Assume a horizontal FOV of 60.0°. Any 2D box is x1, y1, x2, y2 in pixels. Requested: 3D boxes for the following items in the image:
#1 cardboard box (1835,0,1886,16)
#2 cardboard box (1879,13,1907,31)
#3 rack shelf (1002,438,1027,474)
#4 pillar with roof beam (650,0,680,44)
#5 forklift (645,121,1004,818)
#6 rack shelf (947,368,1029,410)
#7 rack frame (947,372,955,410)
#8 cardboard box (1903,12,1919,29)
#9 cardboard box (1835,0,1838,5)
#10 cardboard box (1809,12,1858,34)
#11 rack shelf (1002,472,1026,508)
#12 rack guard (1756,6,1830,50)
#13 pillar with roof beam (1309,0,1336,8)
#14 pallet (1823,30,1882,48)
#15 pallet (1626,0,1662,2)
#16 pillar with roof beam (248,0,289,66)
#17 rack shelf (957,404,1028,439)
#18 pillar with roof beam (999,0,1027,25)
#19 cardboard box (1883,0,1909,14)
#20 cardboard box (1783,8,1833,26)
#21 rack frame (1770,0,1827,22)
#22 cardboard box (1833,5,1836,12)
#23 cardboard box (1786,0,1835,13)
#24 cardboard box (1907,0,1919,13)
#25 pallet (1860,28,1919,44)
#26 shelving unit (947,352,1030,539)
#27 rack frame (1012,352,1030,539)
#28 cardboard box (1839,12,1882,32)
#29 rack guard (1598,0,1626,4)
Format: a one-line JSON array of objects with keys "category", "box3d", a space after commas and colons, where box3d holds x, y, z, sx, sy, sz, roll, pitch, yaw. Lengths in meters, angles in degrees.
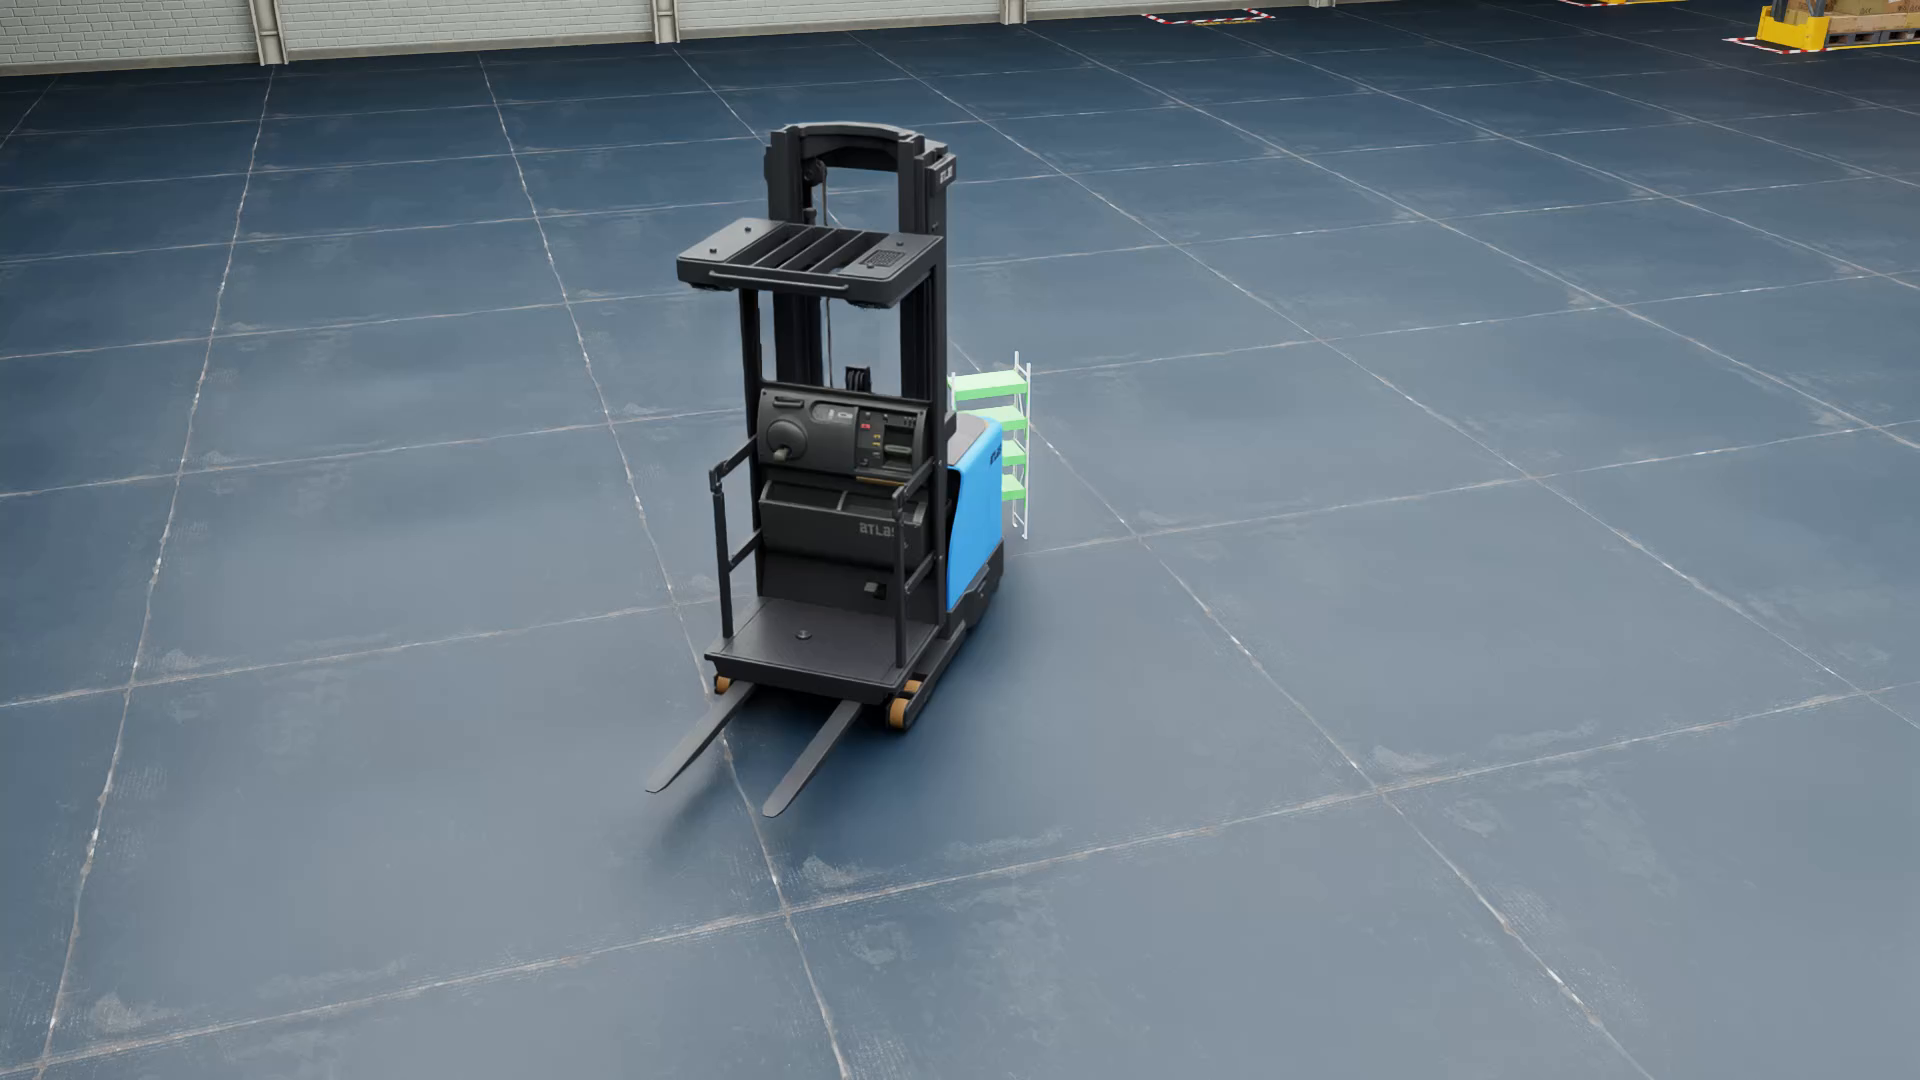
[{"category": "cardboard box", "box3d": [14.519, -8.739, 26.757, 0.500, 0.500, 0.500, -8, 28, -16]}, {"category": "cardboard box", "box3d": [14.994, -8.473, 27.064, 0.500, 0.250, 0.500, -8, 28, -16]}, {"category": "rack shelf", "box3d": [0.157, -0.503, 10.558, 0.480, 0.148, 0.258, -8, 28, -16]}, {"category": "pillar with roof beam", "box3d": [-3.456, -10.342, 21.462, 0.400, 9.000, 9.100, -8, 28, -16]}, {"category": "forklift", "box3d": [-0.689, -0.519, 8.499, 1.130, 2.935, 3.031, 9, 28, 17]}, {"category": "rack shelf", "box3d": [0.157, -0.933, 10.344, 0.480, 0.148, 0.258, -8, 28, -16]}, {"category": "rack frame", "box3d": [-0.075, -0.527, 10.461, 0.015, 1.200, 0.240, -8, 28, -16]}, {"category": "cardboard box", "box3d": [15.471, -8.540, 27.198, 0.500, 0.250, 0.500, -8, 28, -16]}, {"category": "cardboard box", "box3d": [14.830, -9.034, 27.350, 0.500, 0.500, 0.500, -8, 28, -16]}, {"category": "cardboard box", "box3d": [14.045, -8.334, 26.784, 0.500, 0.250, 0.500, -8, 28, -16]}, {"category": "rack shelf", "box3d": [0.157, -0.288, 10.664, 0.480, 0.148, 0.258, -8, 28, -16]}, {"category": "rack guard", "box3d": [13.443, -8.275, 26.855, 0.348, 0.500, 1.175, -8, 28, -16]}, {"category": "pillar with roof beam", "box3d": [7.954, -11.994, 24.790, 0.400, 9.000, 9.100, -8, 28, -16]}, {"category": "pallet", "box3d": [14.180, -8.272, 27.174, 1.213, 0.211, 1.003, -8, 28, -16]}, {"category": "pallet", "box3d": [12.784, -10.350, 31.360, 1.213, 0.211, 1.003, -8, 28, -16]}, {"category": "pillar with roof beam", "box3d": [-9.161, -9.516, 19.798, 0.400, 9.000, 9.100, -8, 28, -16]}, {"category": "rack shelf", "box3d": [0.157, -0.718, 10.451, 0.480, 0.148, 0.258, -8, 28, -16]}, {"category": "pillar with roof beam", "box3d": [2.249, -11.168, 23.126, 0.400, 9.000, 9.100, -8, 28, -16]}, {"category": "cardboard box", "box3d": [14.991, -8.814, 26.907, 0.500, 0.500, 0.500, -8, 28, -16]}, {"category": "cardboard box", "box3d": [13.884, -8.553, 27.225, 0.500, 0.250, 0.500, -8, 28, -16]}, {"category": "rack frame", "box3d": [13.466, -9.398, 26.306, 0.127, 3.000, 1.000, -8, 28, -16]}, {"category": "cardboard box", "box3d": [14.356, -8.627, 27.374, 0.500, 0.250, 0.500, -8, 28, -16]}, {"category": "cardboard box", "box3d": [13.884, -8.890, 27.060, 0.500, 0.500, 0.500, -8, 28, -16]}, {"category": "cardboard box", "box3d": [15.472, -8.875, 27.031, 0.500, 0.500, 0.500, -8, 28, -16]}, {"category": "pallet", "box3d": [15.338, -8.438, 27.509, 1.213, 0.211, 1.003, -8, 28, -16]}, {"category": "shelving unit", "box3d": [0.157, -0.560, 10.529, 0.503, 1.200, 0.258, -8, 28, -16]}, {"category": "rack frame", "box3d": [0.389, -0.594, 10.597, 0.015, 1.200, 0.240, -8, 28, -16]}, {"category": "cardboard box", "box3d": [14.519, -8.404, 26.925, 0.500, 0.250, 0.500, -8, 28, -16]}, {"category": "rack guard", "box3d": [12.001, -10.382, 31.101, 0.348, 0.500, 1.175, -8, 28, -16]}]
